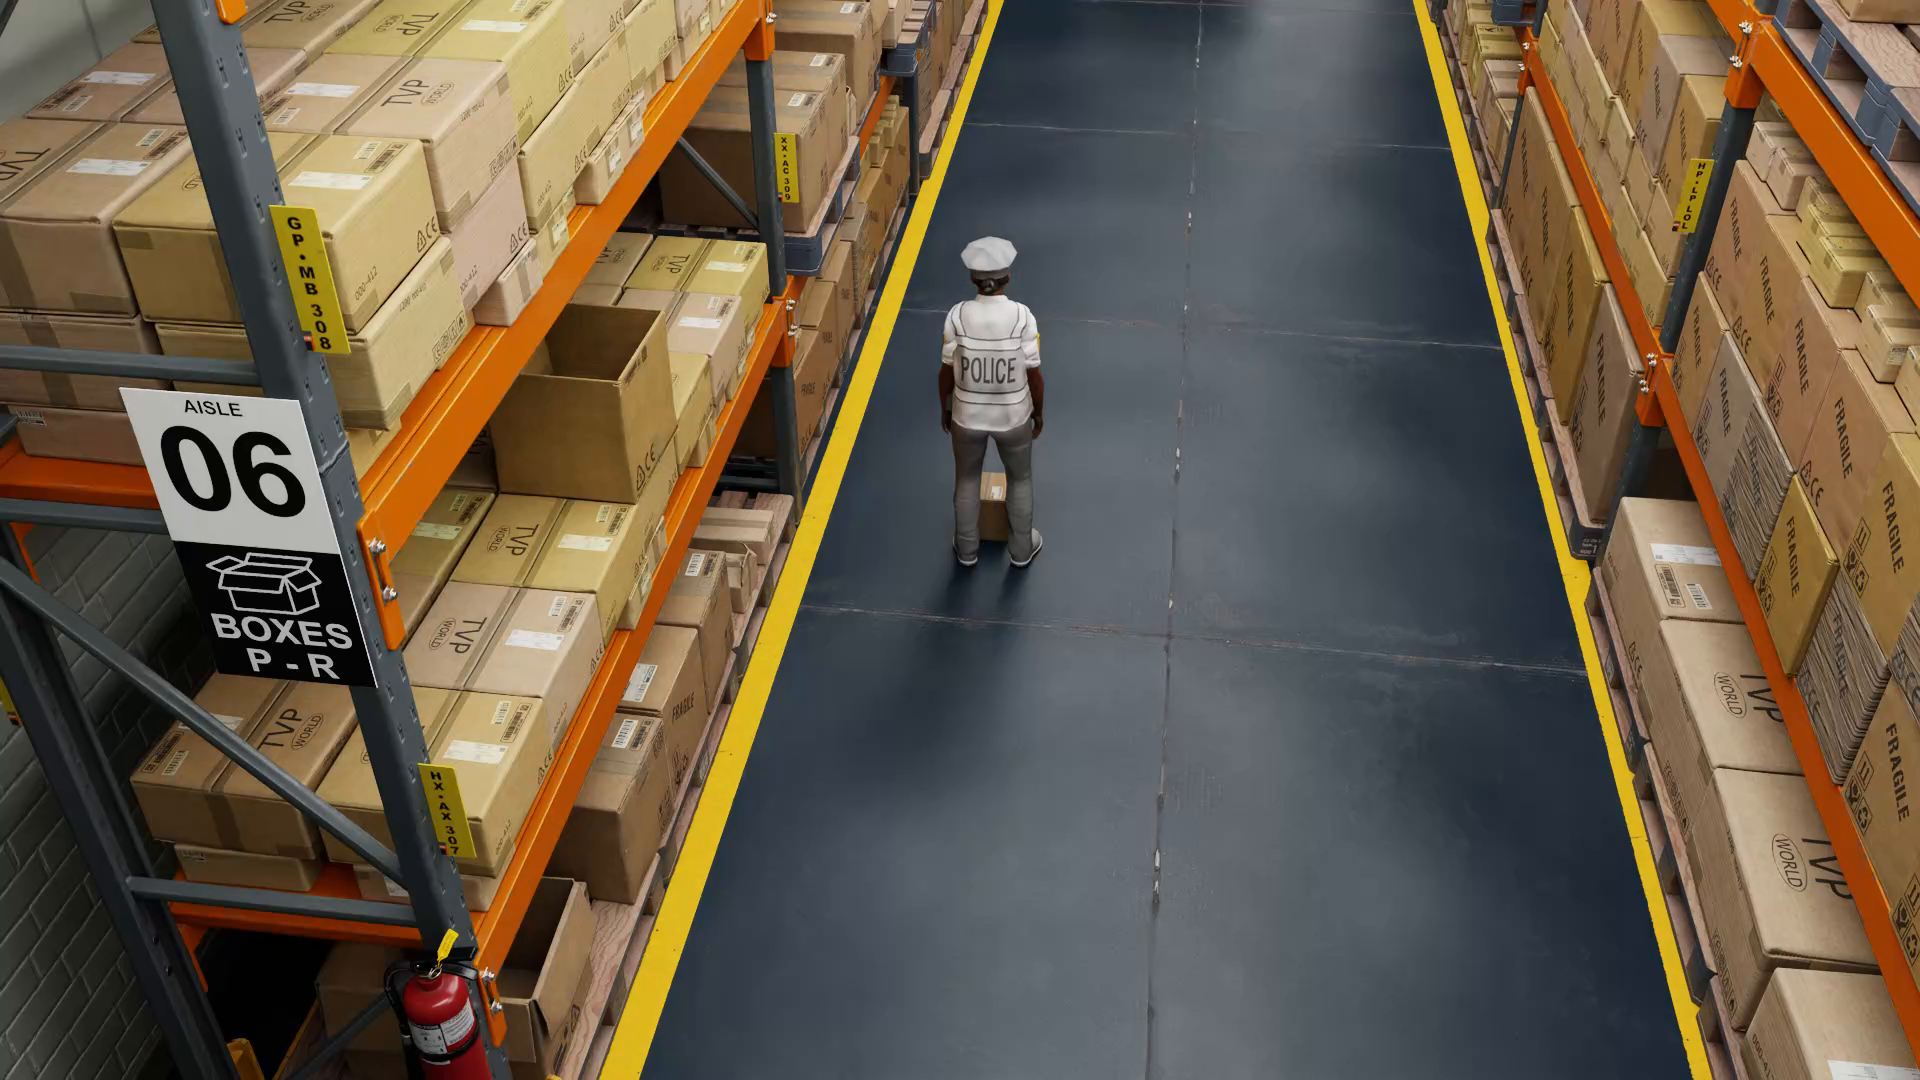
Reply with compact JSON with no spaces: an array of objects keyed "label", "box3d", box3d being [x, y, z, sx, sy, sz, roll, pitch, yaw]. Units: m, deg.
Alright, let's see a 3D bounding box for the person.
[{"label":"person","box3d":[0.154,-0.595,7.850,0.505,1.657,0.395,3,36,4]}]
